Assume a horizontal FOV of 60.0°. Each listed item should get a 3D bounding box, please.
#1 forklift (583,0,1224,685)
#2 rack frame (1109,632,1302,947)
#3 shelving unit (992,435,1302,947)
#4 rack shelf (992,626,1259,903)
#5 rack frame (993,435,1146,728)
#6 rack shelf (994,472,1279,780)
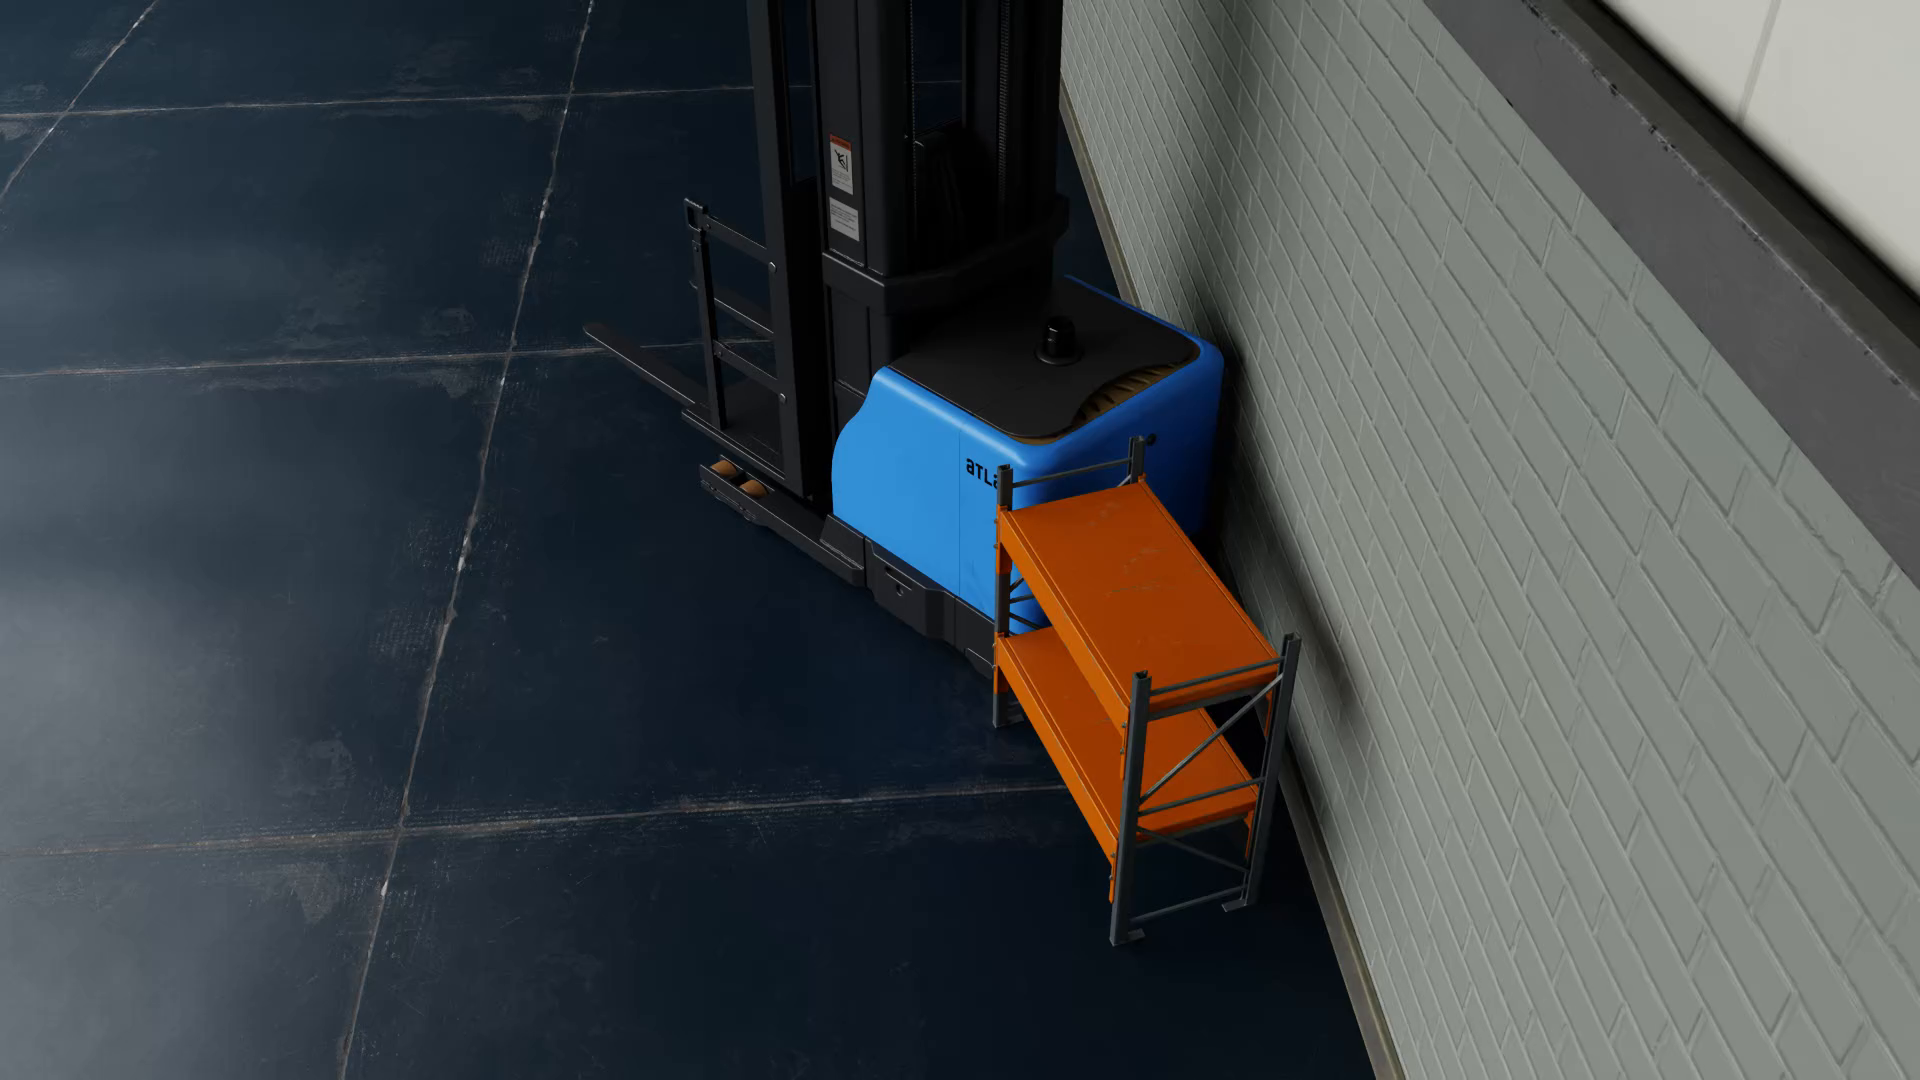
[{"bbox_3d":[-0.436,-1.427,6.192,1.130,2.935,3.031,-31,48,-33],"label":"forklift"},{"bbox_3d":[0.705,0.757,4.883,0.500,1.125,0.032,-13,40,-16],"label":"rack frame"},{"bbox_3d":[0.531,0.461,5.257,0.538,1.125,1.048,-13,40,-16],"label":"shelving unit"},{"bbox_3d":[0.531,0.653,5.409,0.538,0.278,1.000,-13,40,-16],"label":"rack shelf"},{"bbox_3d":[0.357,0.165,5.632,0.500,1.125,0.032,-13,40,-16],"label":"rack frame"},{"bbox_3d":[0.531,0.231,5.076,0.538,0.278,1.000,-13,40,-16],"label":"rack shelf"}]
